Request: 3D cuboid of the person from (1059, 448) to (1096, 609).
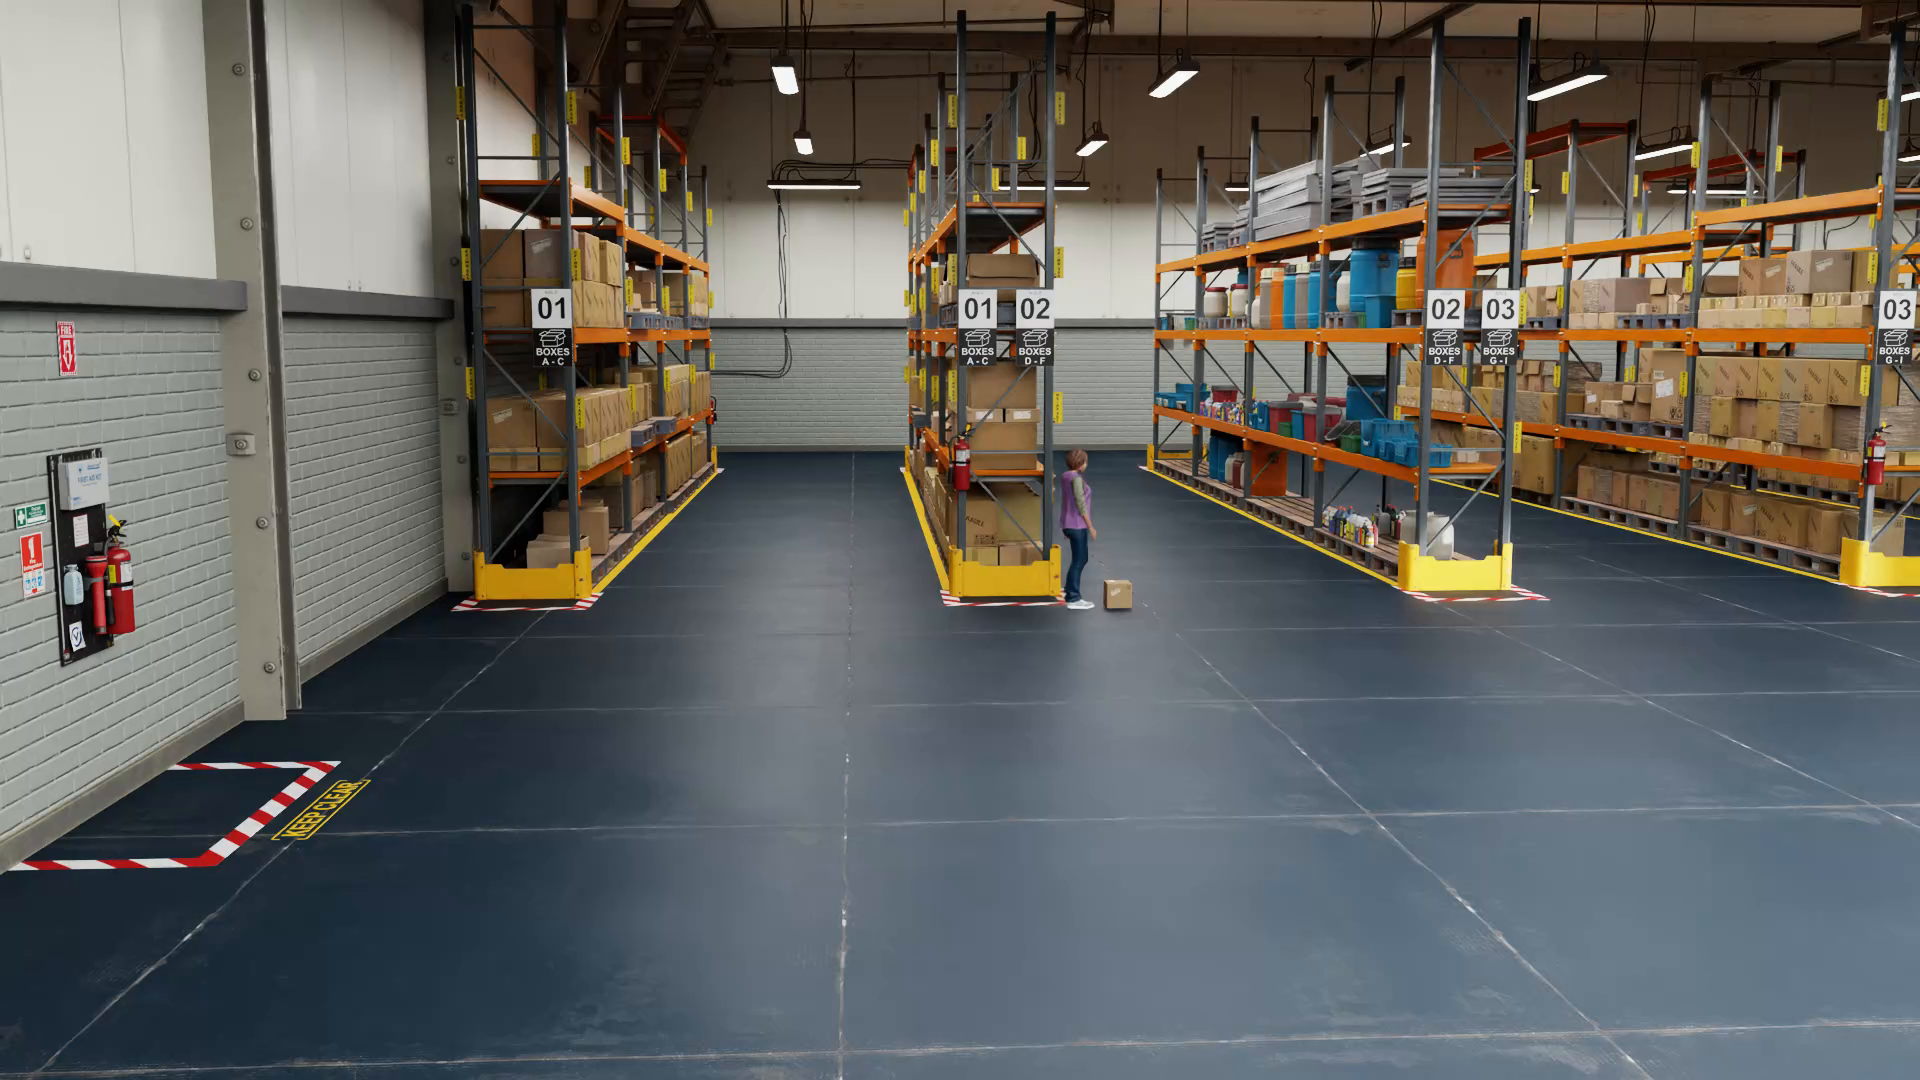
[{"bbox_3d":[1.158,-0.088,16.525,0.335,1.648,0.459,-2,7,-13],"label":"person"}]
